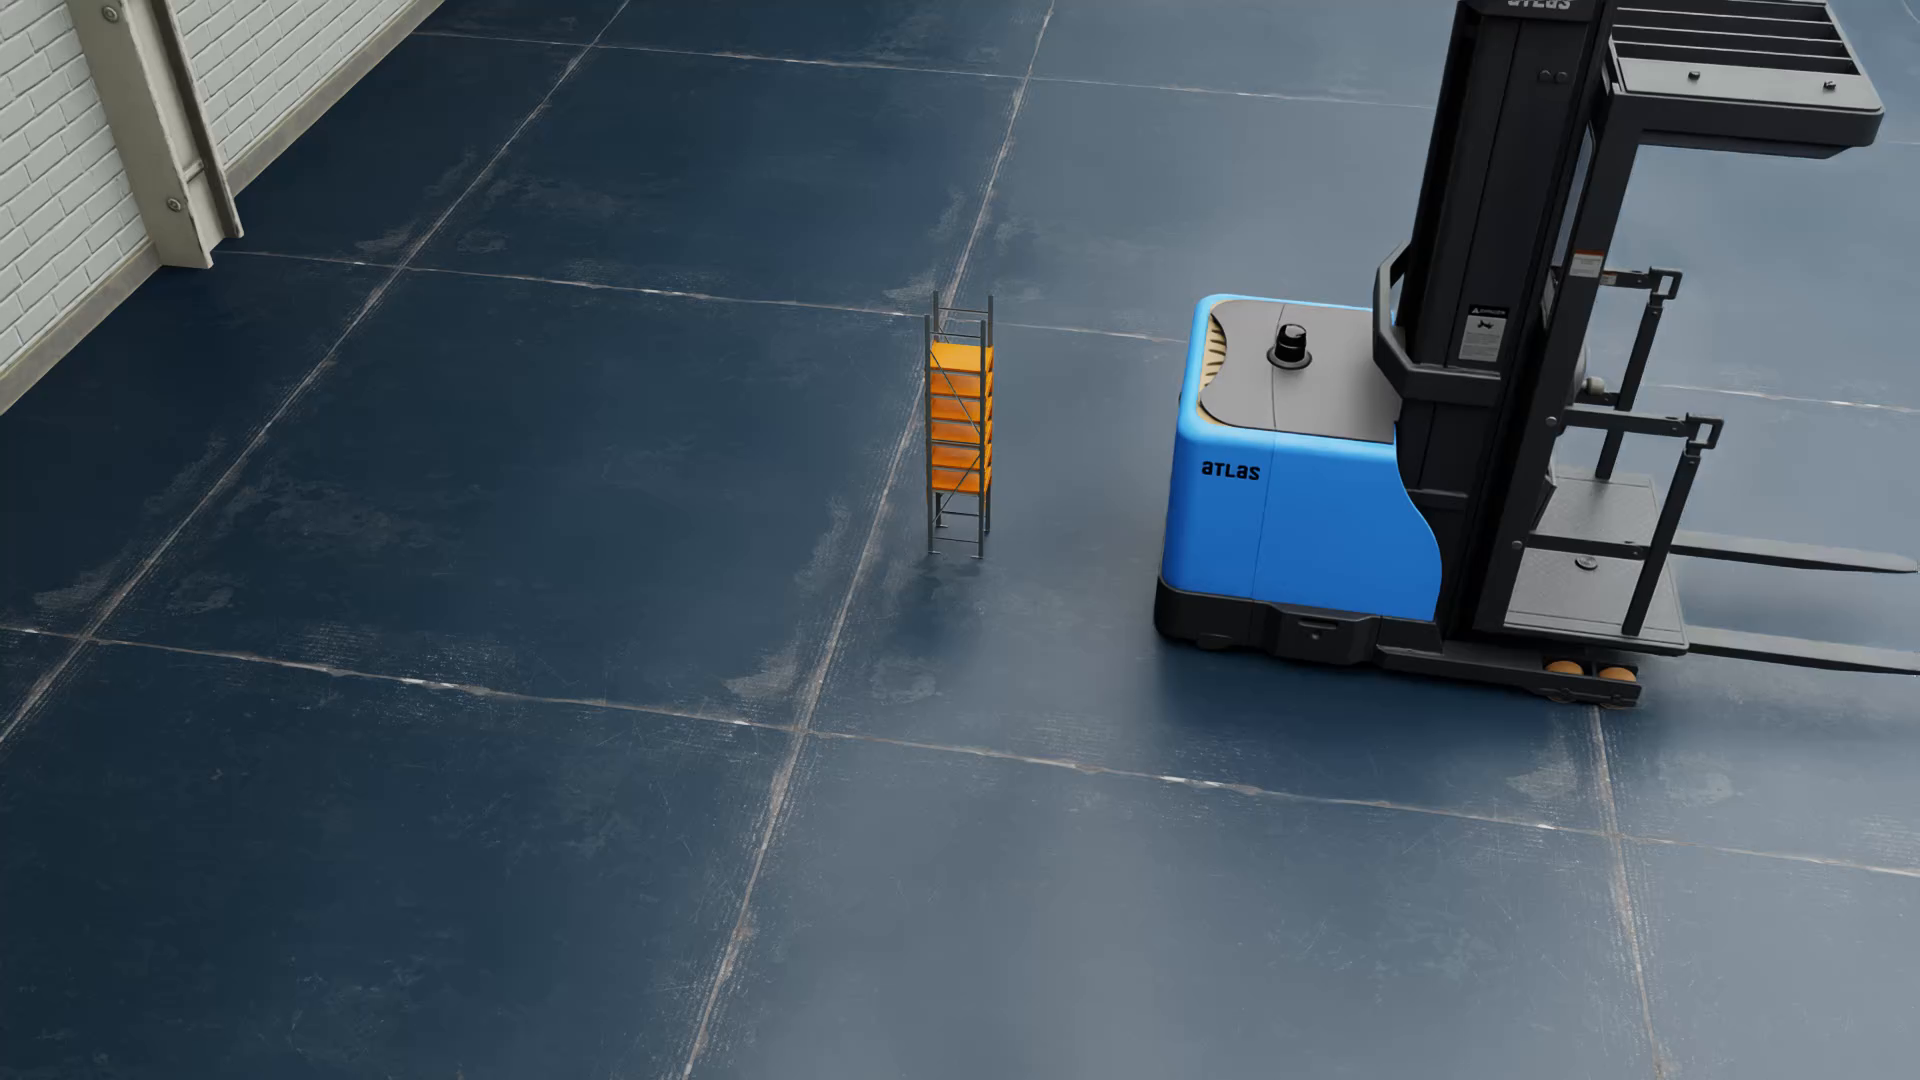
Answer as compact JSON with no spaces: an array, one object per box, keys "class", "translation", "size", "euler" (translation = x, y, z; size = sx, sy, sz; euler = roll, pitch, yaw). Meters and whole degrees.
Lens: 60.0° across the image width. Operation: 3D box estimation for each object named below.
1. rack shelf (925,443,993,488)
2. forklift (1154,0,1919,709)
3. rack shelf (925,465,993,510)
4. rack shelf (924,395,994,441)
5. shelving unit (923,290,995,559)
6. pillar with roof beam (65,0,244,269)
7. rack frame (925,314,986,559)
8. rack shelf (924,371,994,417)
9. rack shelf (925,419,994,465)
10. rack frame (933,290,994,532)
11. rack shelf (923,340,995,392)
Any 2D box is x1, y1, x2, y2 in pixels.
[{"class":"rack shelf","translation":[-0.003,-0.327,6.961],"size":[0.258,0.103,0.180],"euler":[6,40,8]},{"class":"forklift","translation":[2.354,-0.843,5.969],"size":[3.031,2.935,1.130],"euler":[7,40,8]},{"class":"rack shelf","translation":[-0.003,-0.234,7.038],"size":[0.258,0.103,0.180],"euler":[6,40,8]},{"class":"rack shelf","translation":[-0.002,-0.512,6.809],"size":[0.258,0.103,0.180],"euler":[6,40,8]},{"class":"shelving unit","translation":[-0.002,-0.453,6.857],"size":[0.258,1.200,0.189],"euler":[6,40,8]},{"class":"pillar with roof beam","translation":[0.041,-4.607,5.760],"size":[9.100,9.000,0.400],"euler":[6,40,8]},{"class":"rack frame","translation":[-0.018,-0.396,6.787],"size":[0.240,1.200,0.006],"euler":[6,40,8]},{"class":"rack shelf","translation":[-0.002,-0.604,6.732],"size":[0.258,0.103,0.180],"euler":[6,40,8]},{"class":"rack shelf","translation":[-0.002,-0.419,6.885],"size":[0.258,0.103,0.180],"euler":[6,40,8]},{"class":"rack frame","translation":[0.013,-0.511,6.926],"size":[0.240,1.200,0.006],"euler":[6,40,8]},{"class":"rack shelf","translation":[-0.002,-0.697,6.656],"size":[0.258,0.103,0.180],"euler":[6,40,8]}]
